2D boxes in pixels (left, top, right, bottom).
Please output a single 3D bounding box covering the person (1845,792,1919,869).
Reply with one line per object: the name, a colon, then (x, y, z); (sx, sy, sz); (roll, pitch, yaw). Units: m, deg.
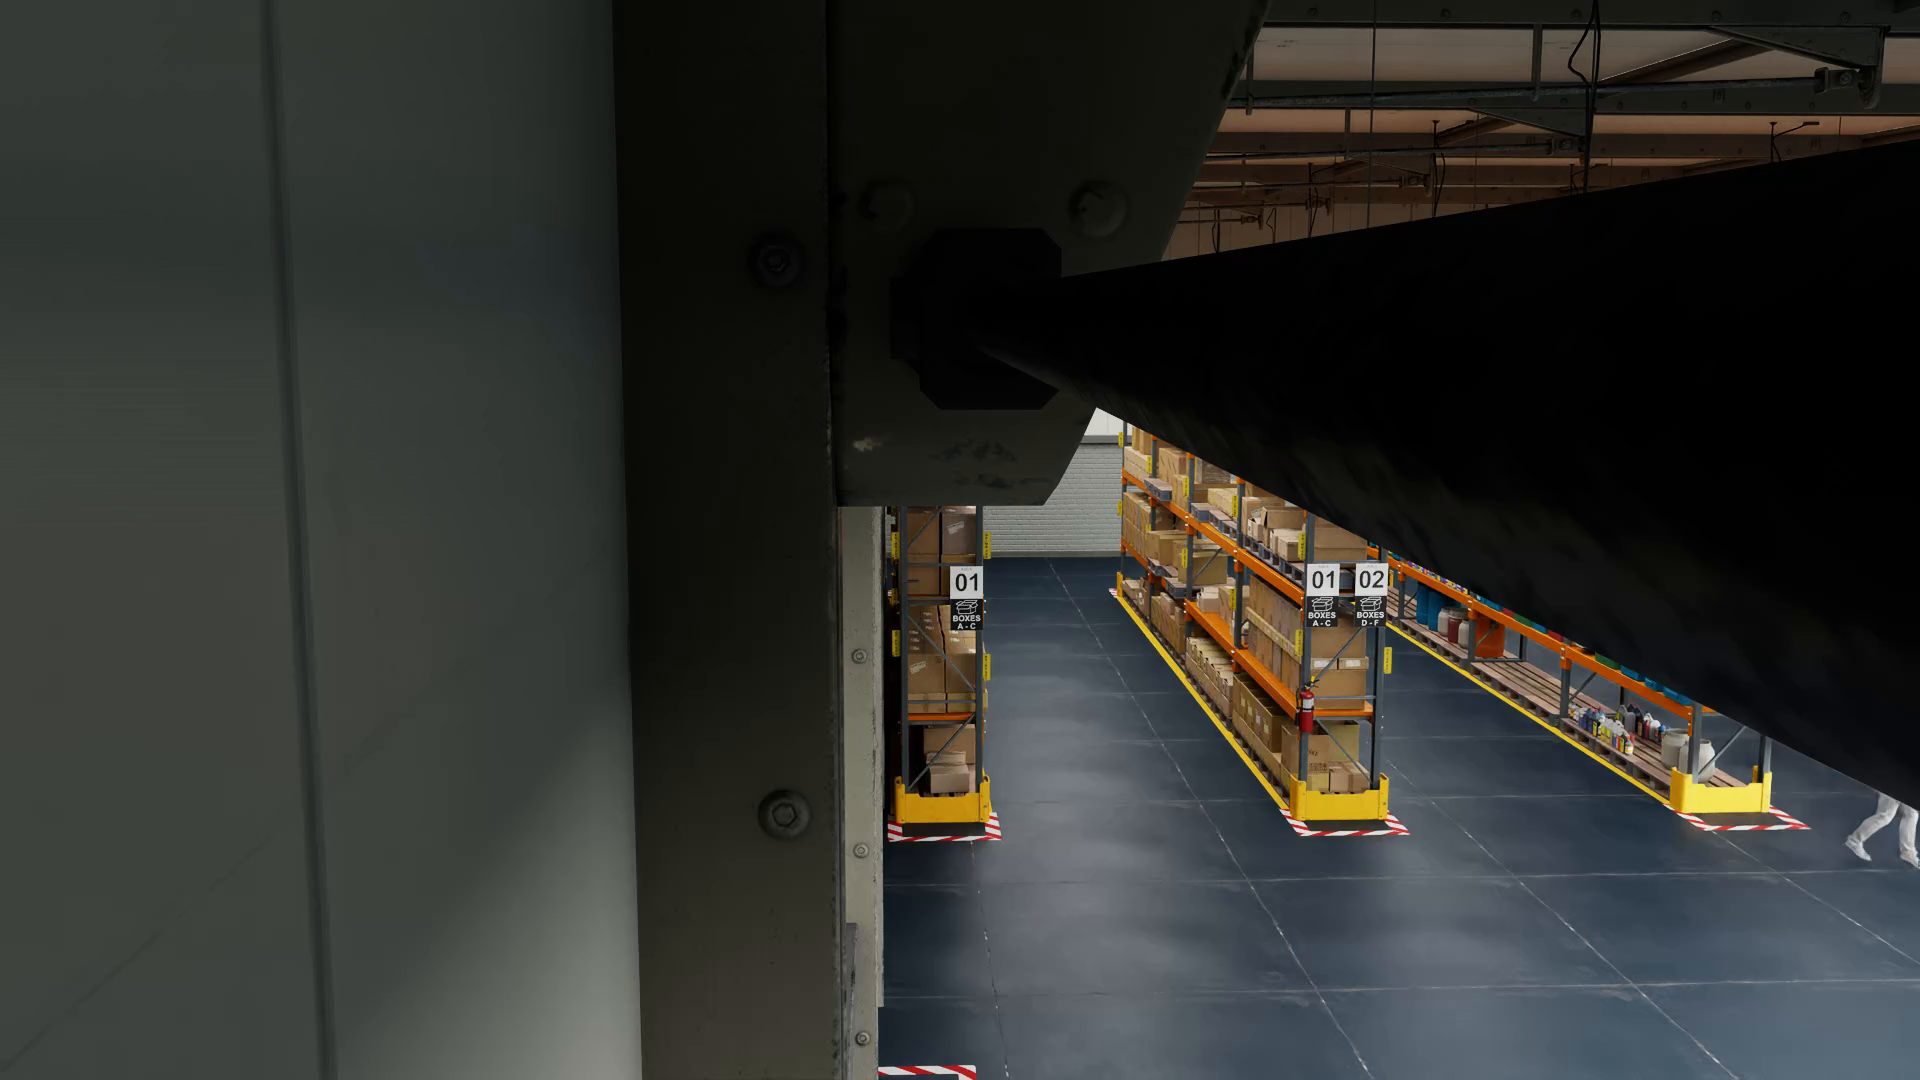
person: (10.548, 2.811, 18.827); (0.833, 1.822, 0.703); (6, 10, 34)
